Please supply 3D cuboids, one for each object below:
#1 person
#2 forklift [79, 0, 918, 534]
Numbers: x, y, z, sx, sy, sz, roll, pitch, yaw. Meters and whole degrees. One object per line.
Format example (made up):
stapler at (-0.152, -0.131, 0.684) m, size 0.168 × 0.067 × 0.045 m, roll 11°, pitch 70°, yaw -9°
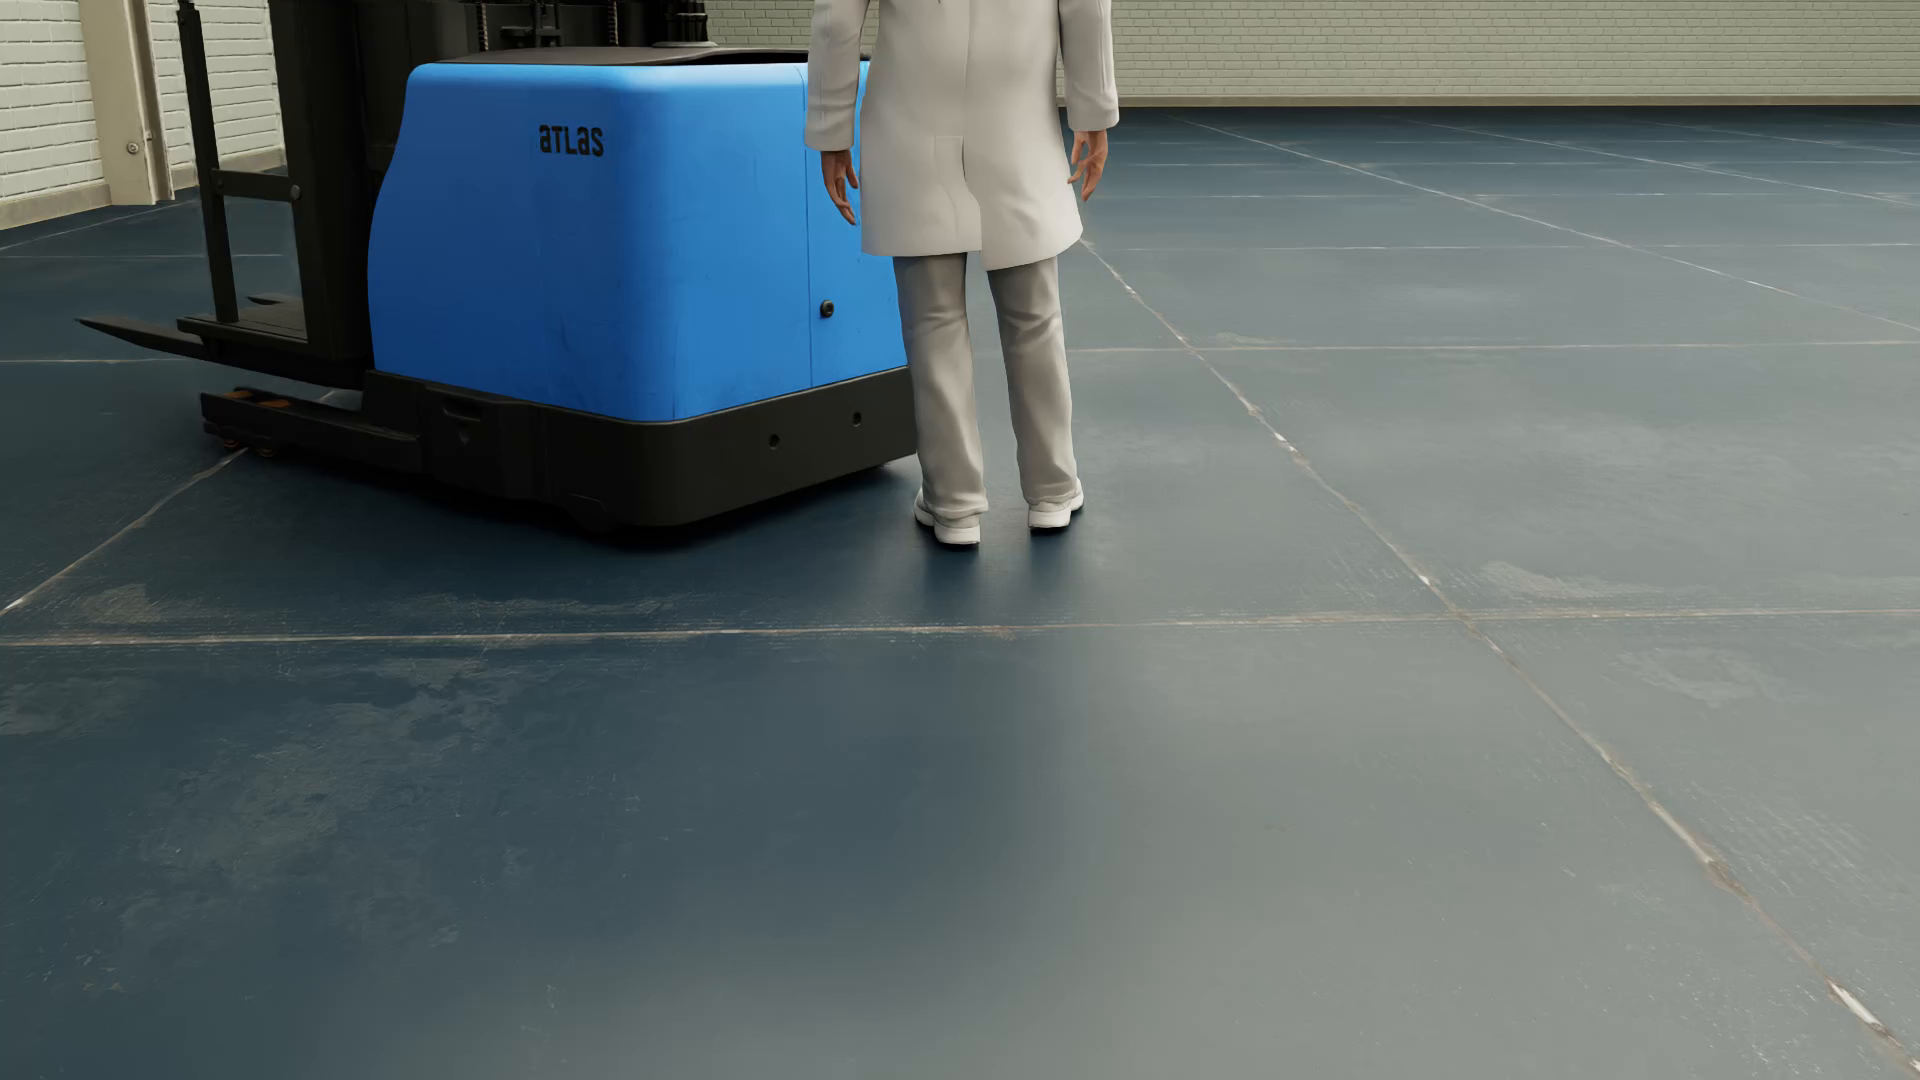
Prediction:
person at (0.000, -0.883, 3.742) m, size 0.696 × 1.776 × 0.581 m, roll -1°, pitch 17°, yaw -3°
forklift at (-1.557, -1.740, 4.597) m, size 3.031 × 2.935 × 1.130 m, roll 13°, pitch 21°, yaw 35°
